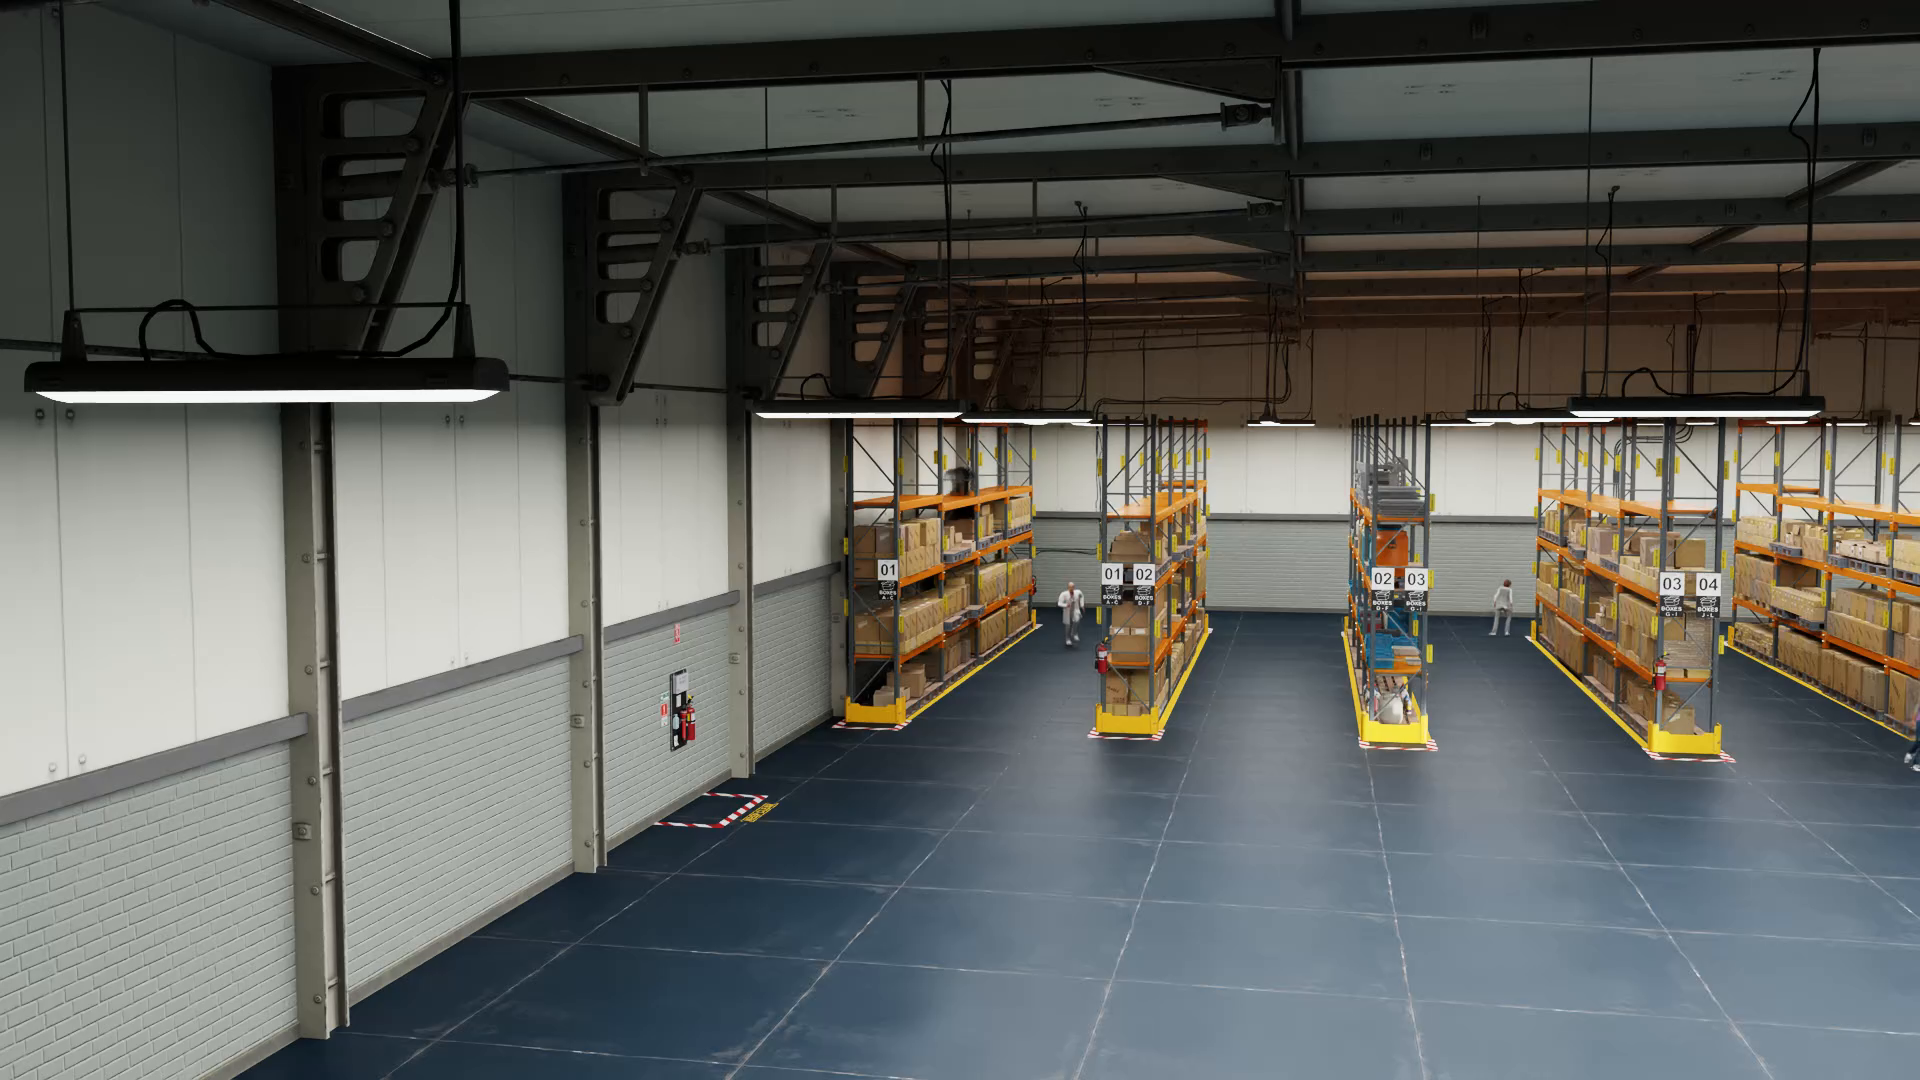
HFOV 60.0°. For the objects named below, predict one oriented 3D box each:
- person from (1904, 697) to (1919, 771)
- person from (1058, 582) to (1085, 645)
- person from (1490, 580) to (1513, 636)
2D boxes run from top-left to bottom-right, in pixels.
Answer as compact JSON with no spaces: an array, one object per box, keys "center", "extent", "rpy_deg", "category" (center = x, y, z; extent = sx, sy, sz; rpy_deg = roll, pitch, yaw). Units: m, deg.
[{"center":[16.197,3.078,27.890],"extent":[0.535,1.573,0.461],"rpy_deg":[0,4,5],"category":"person"},{"center":[2.912,1.975,43.502],"extent":[0.709,1.600,1.064],"rpy_deg":[0,4,0],"category":"person"},{"center":[15.019,1.874,46.098],"extent":[0.611,1.567,0.465],"rpy_deg":[2,4,27],"category":"person"}]
